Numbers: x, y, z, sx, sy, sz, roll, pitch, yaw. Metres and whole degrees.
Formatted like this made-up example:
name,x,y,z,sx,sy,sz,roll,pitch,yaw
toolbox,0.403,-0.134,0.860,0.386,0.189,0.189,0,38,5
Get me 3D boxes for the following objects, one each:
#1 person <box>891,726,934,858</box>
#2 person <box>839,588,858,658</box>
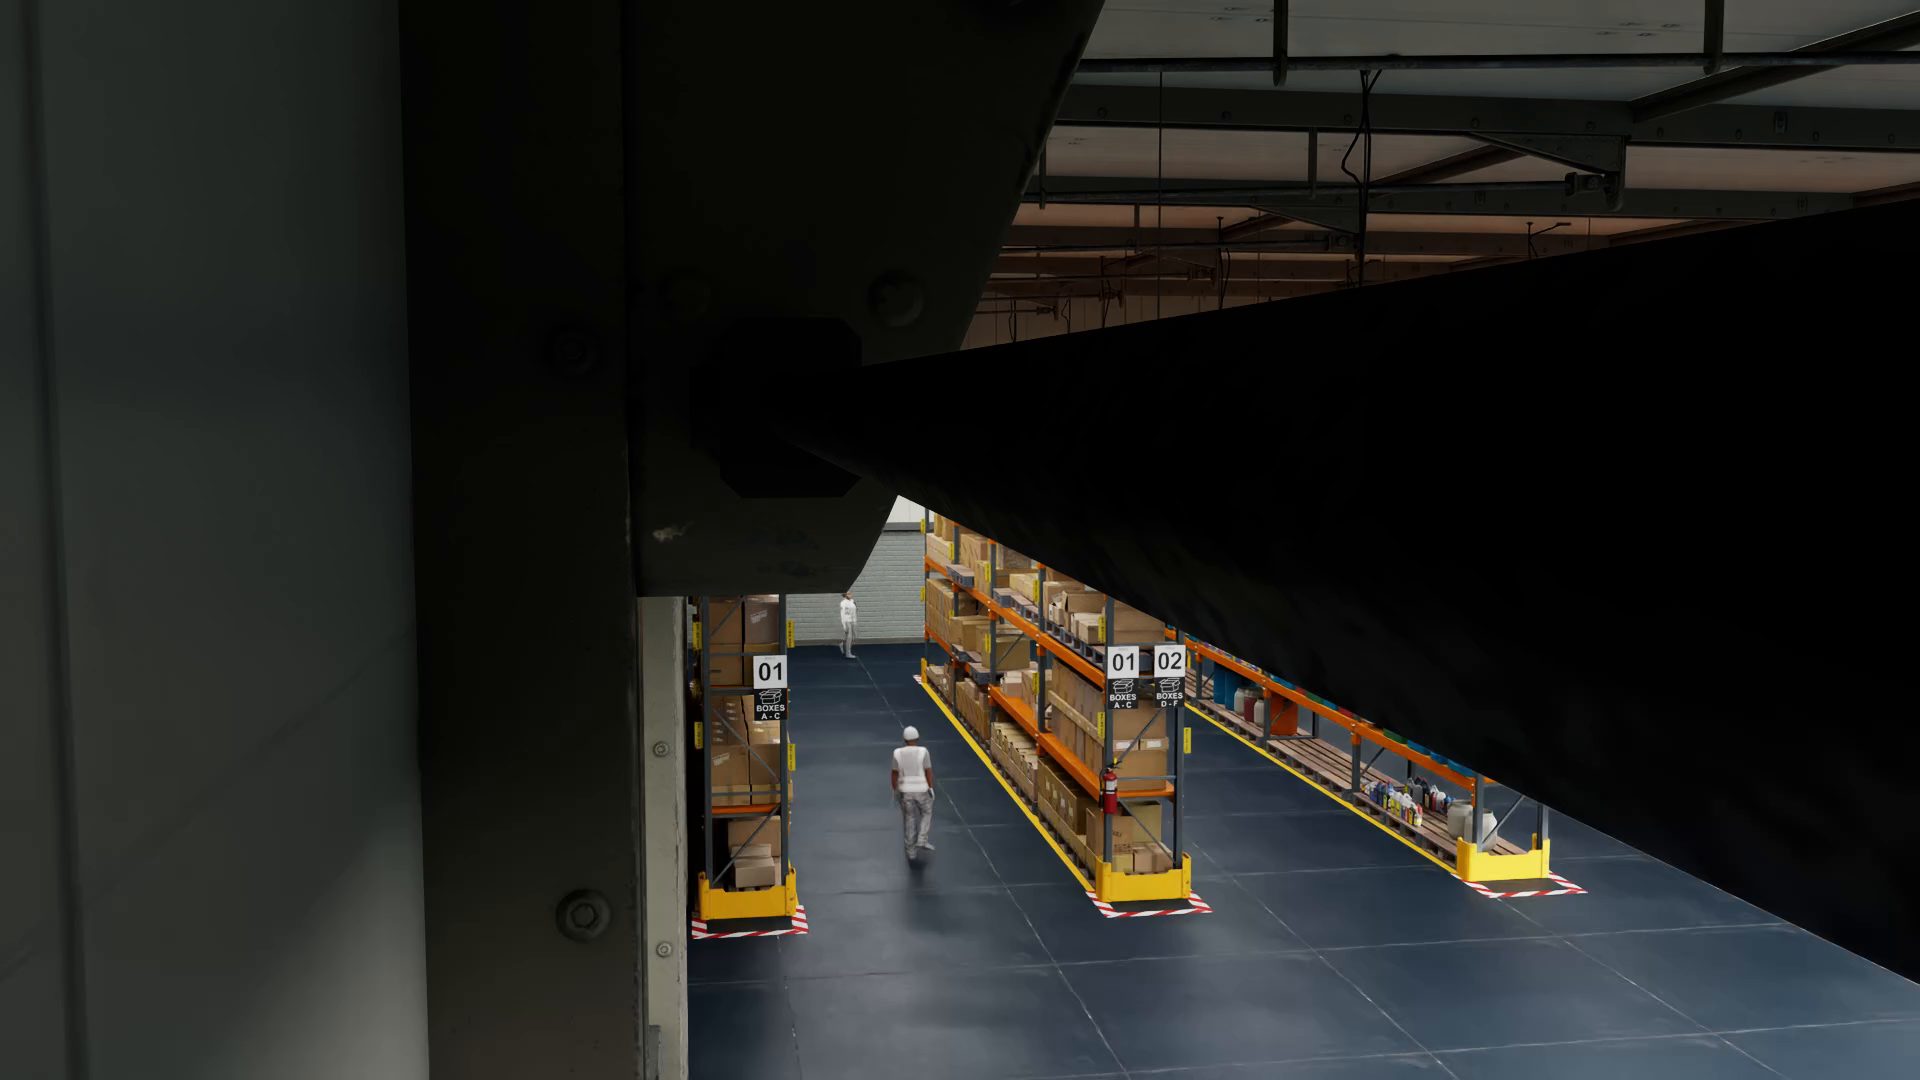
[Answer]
name,x,y,z,sx,sy,sz,roll,pitch,yaw
person,-0.645,3.440,22.712,0.594,1.775,0.505,0,5,3
person,-2.706,1.970,39.863,0.569,1.677,0.491,3,6,34
